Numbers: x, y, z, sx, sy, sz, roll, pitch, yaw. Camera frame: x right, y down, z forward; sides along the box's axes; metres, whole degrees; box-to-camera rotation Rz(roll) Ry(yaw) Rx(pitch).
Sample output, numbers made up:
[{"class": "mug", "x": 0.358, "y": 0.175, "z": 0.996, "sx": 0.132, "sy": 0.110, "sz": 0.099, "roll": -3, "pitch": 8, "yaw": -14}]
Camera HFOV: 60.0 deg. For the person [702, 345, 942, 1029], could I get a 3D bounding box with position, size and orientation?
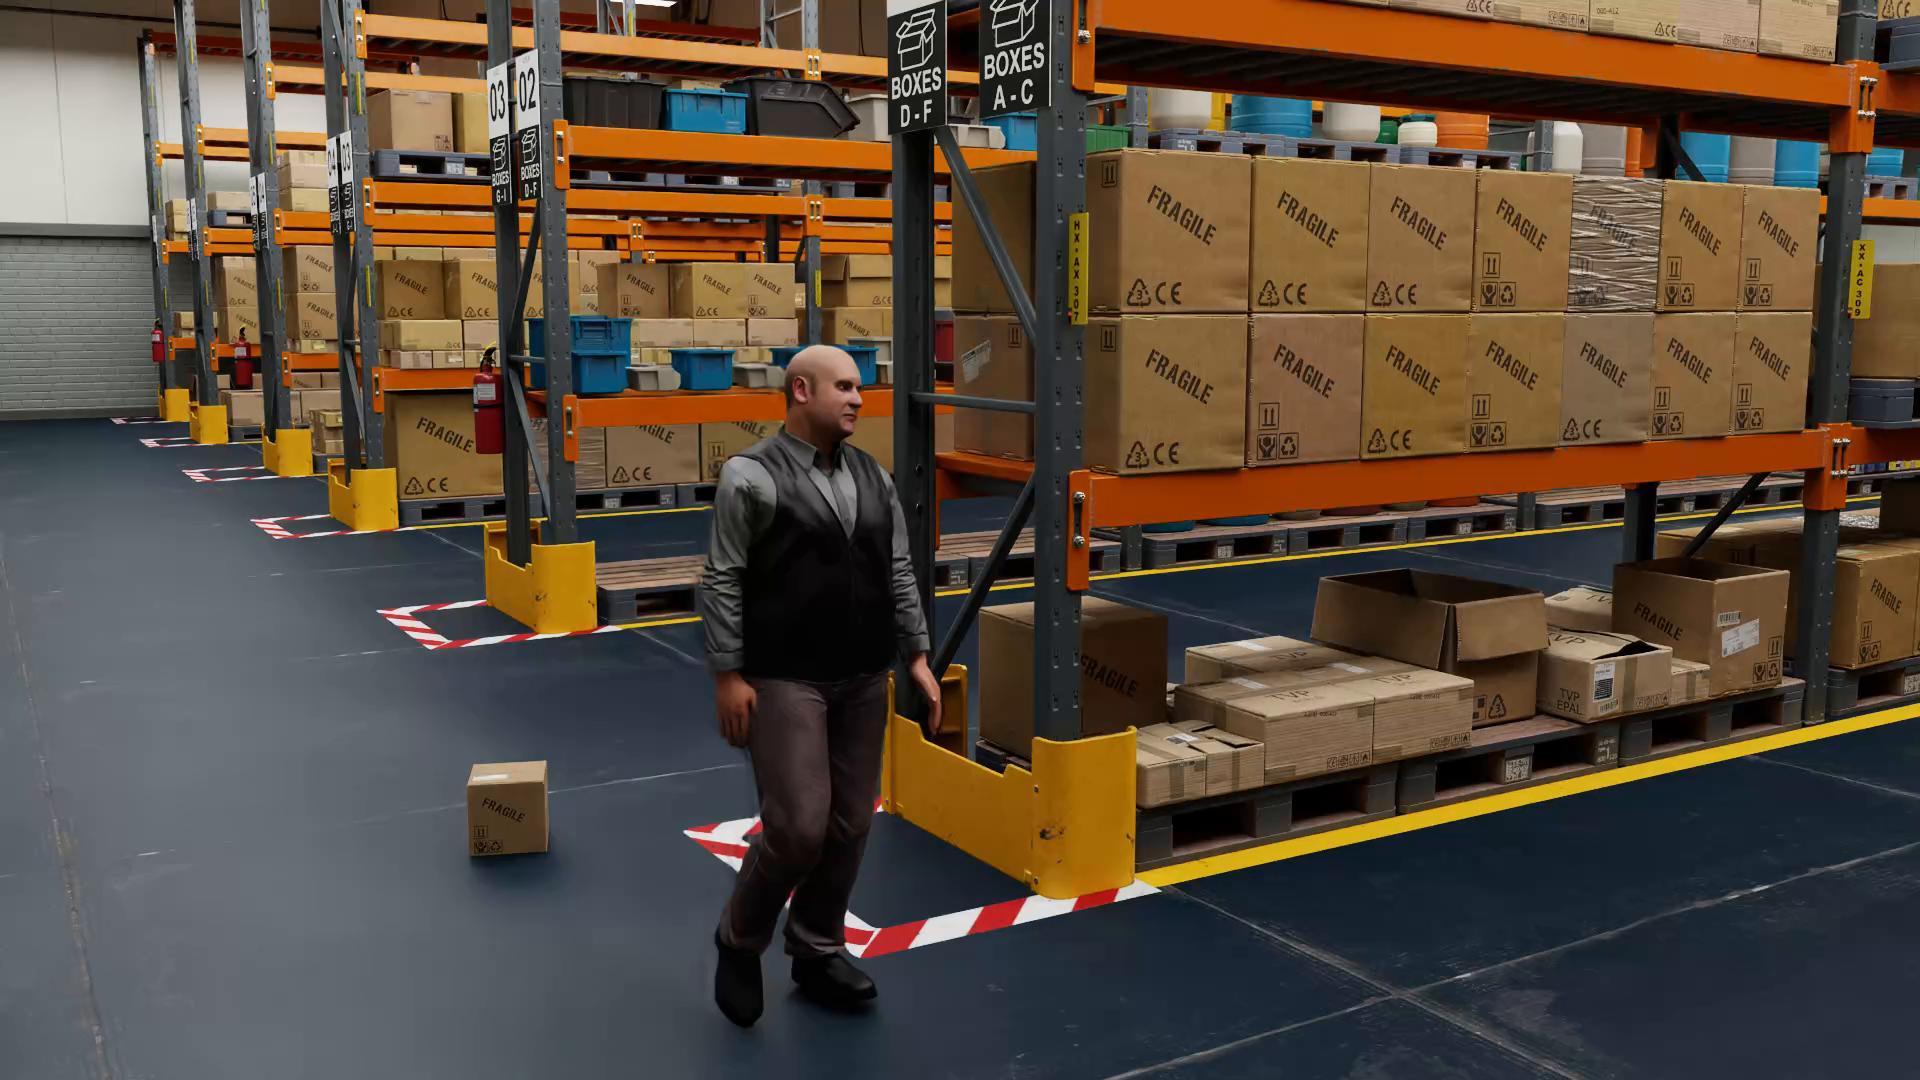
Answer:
[{"class": "person", "x": -0.350, "y": 0.371, "z": 4.231, "sx": 0.575, "sy": 1.721, "sz": 0.445, "roll": -7, "pitch": 11, "yaw": -40}]
